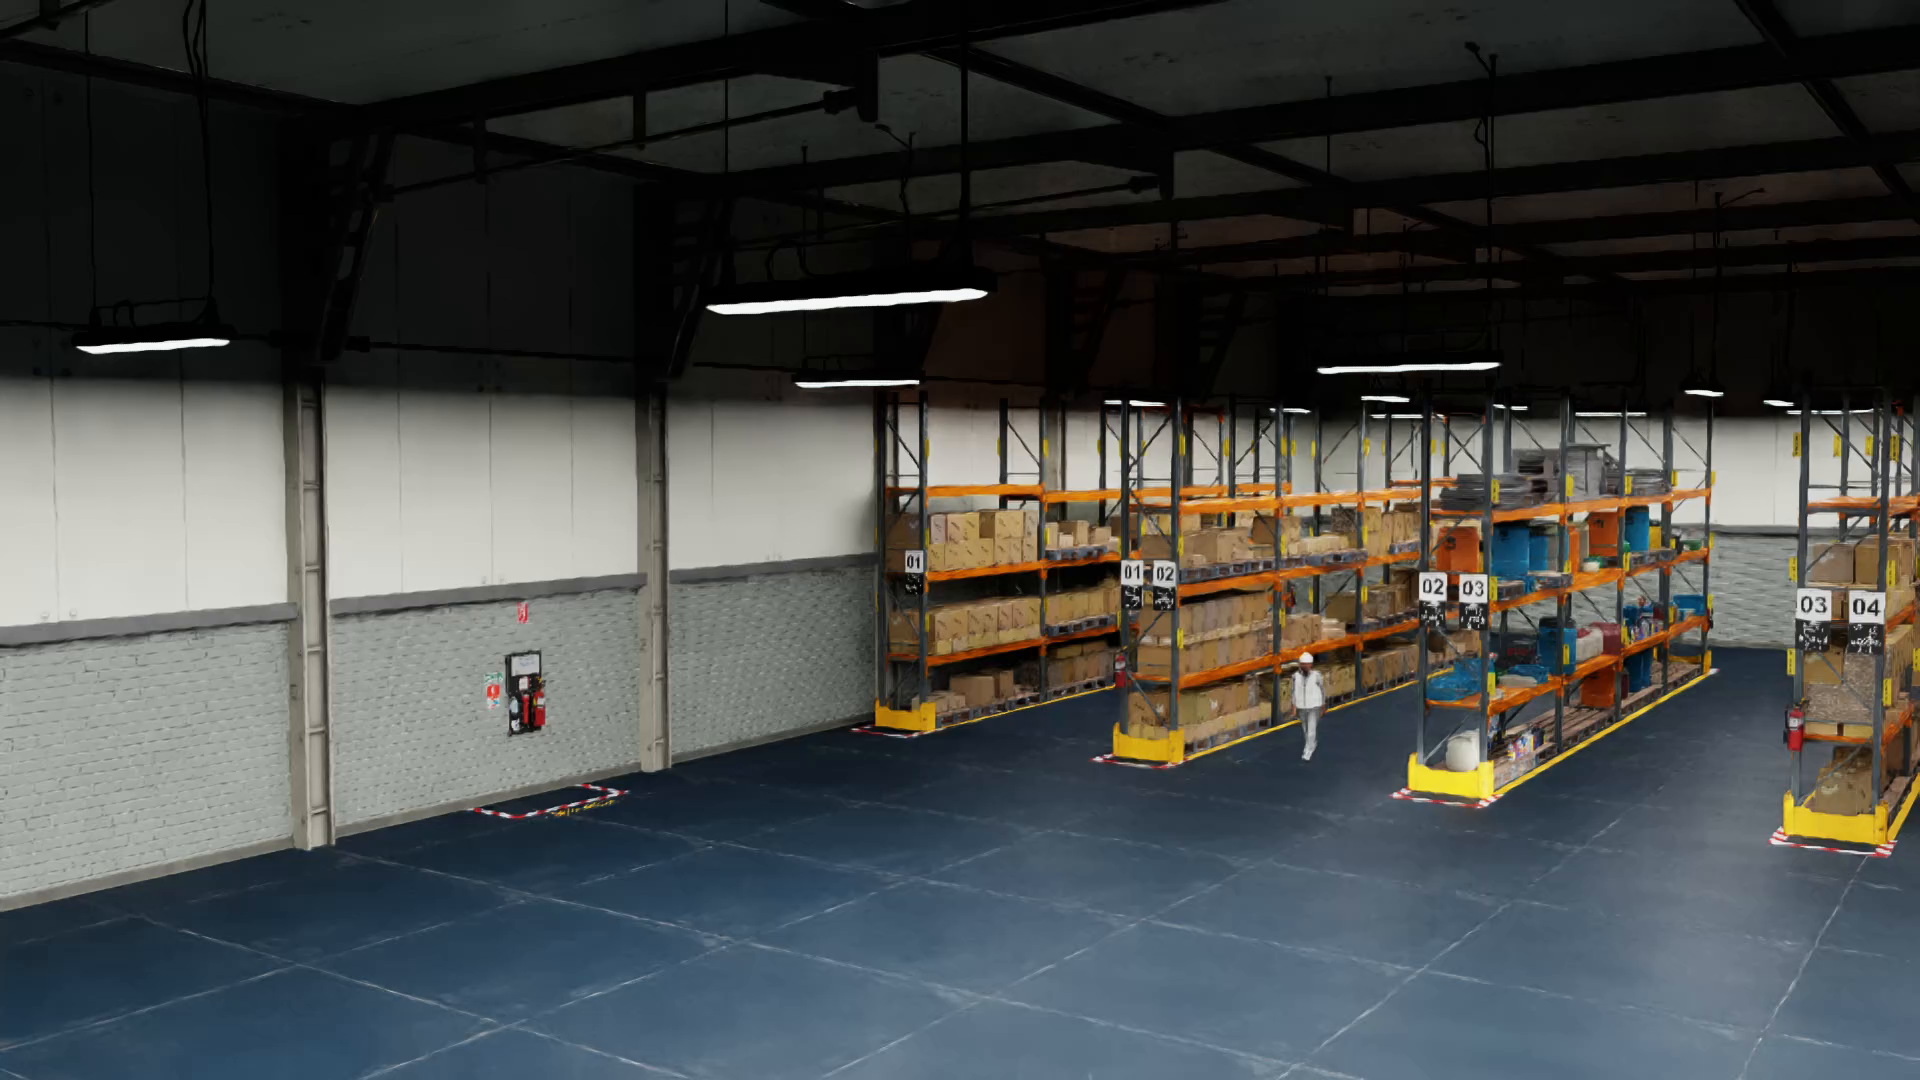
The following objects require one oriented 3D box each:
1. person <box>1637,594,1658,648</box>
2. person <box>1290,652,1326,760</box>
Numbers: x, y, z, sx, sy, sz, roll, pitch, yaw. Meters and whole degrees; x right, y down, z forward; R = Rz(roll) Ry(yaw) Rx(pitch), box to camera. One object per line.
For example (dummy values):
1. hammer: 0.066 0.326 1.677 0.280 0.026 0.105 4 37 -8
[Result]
1. person: 16.008 2.055 38.805 0.936 1.583 0.534 -2 4 -34
2. person: 5.583 2.648 26.815 0.546 1.693 1.106 2 4 32
